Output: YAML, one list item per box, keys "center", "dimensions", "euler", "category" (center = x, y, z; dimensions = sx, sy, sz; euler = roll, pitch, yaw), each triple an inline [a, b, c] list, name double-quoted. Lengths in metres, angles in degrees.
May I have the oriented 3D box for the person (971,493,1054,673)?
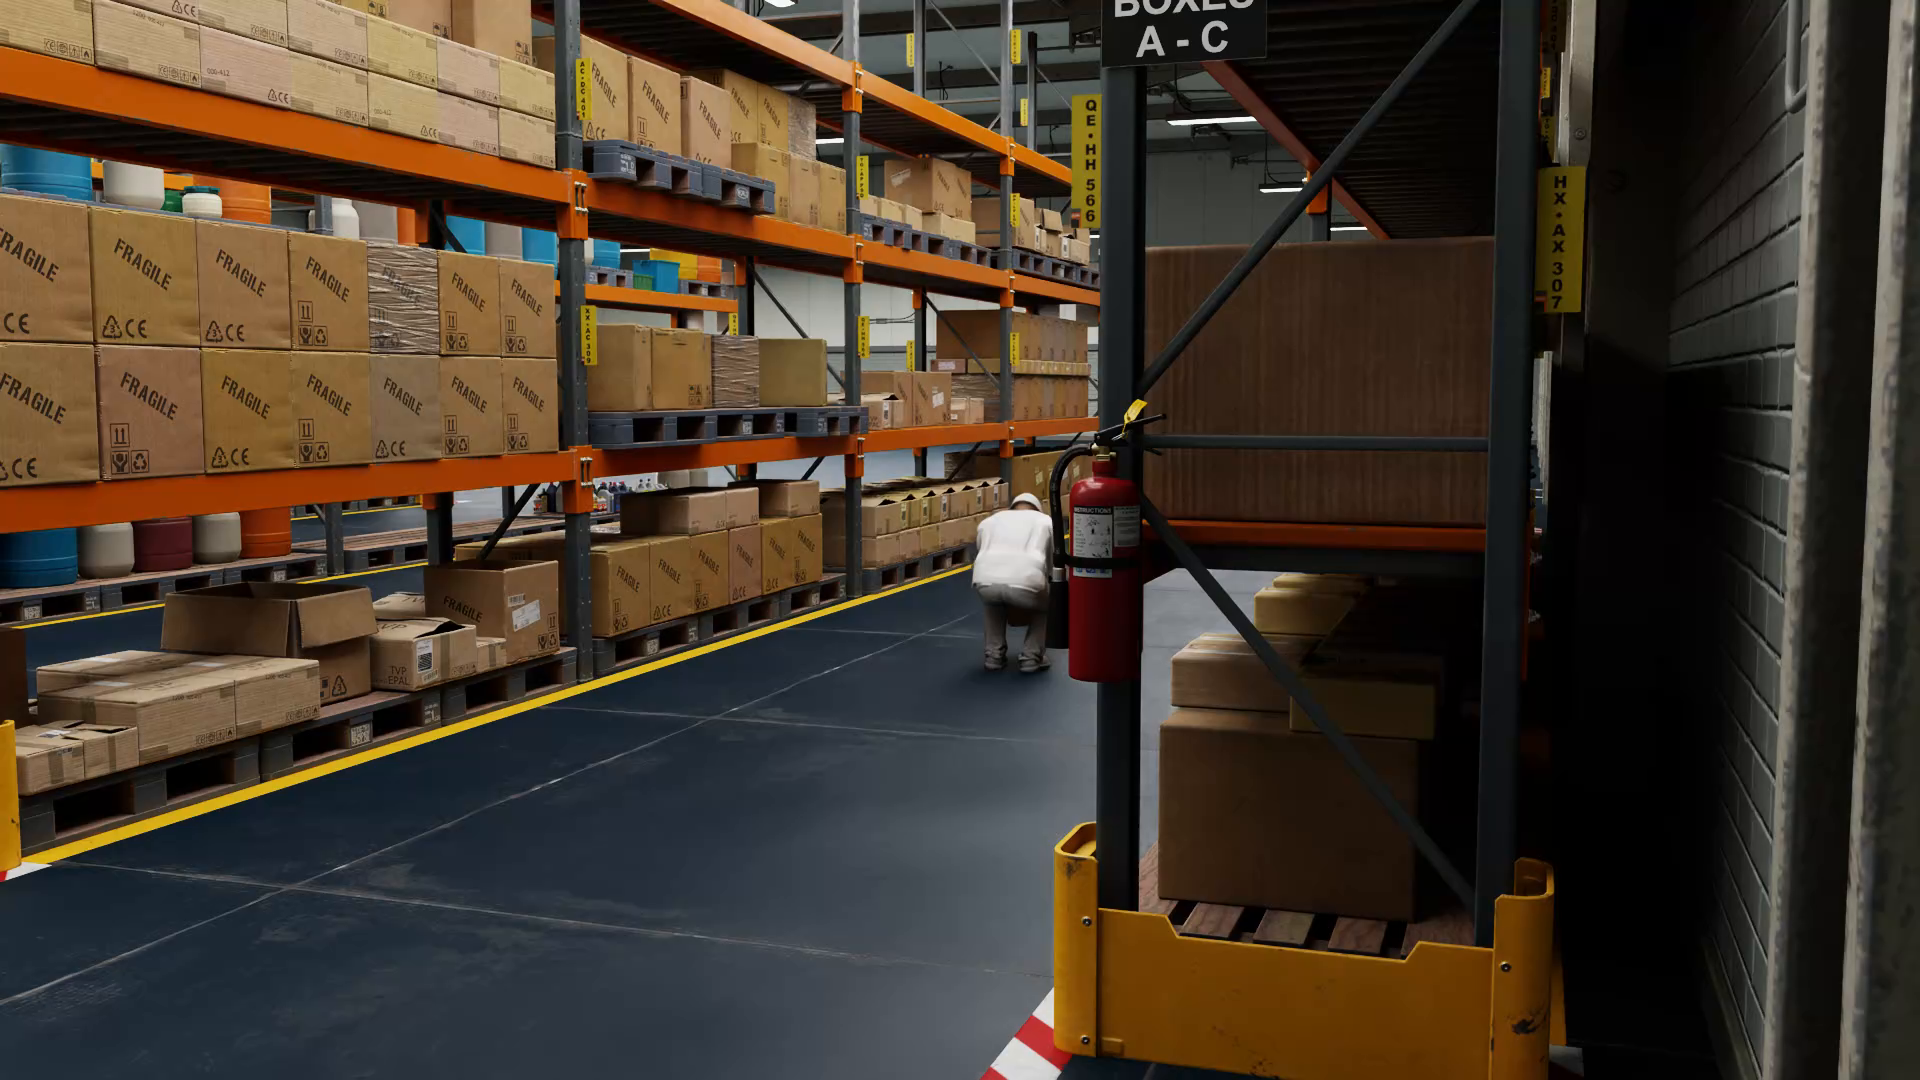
- center: [0.330, 0.245, 9.900]
  dimensions: [0.537, 1.010, 0.909]
  euler: [2, 5, 17]
  category: "person"
